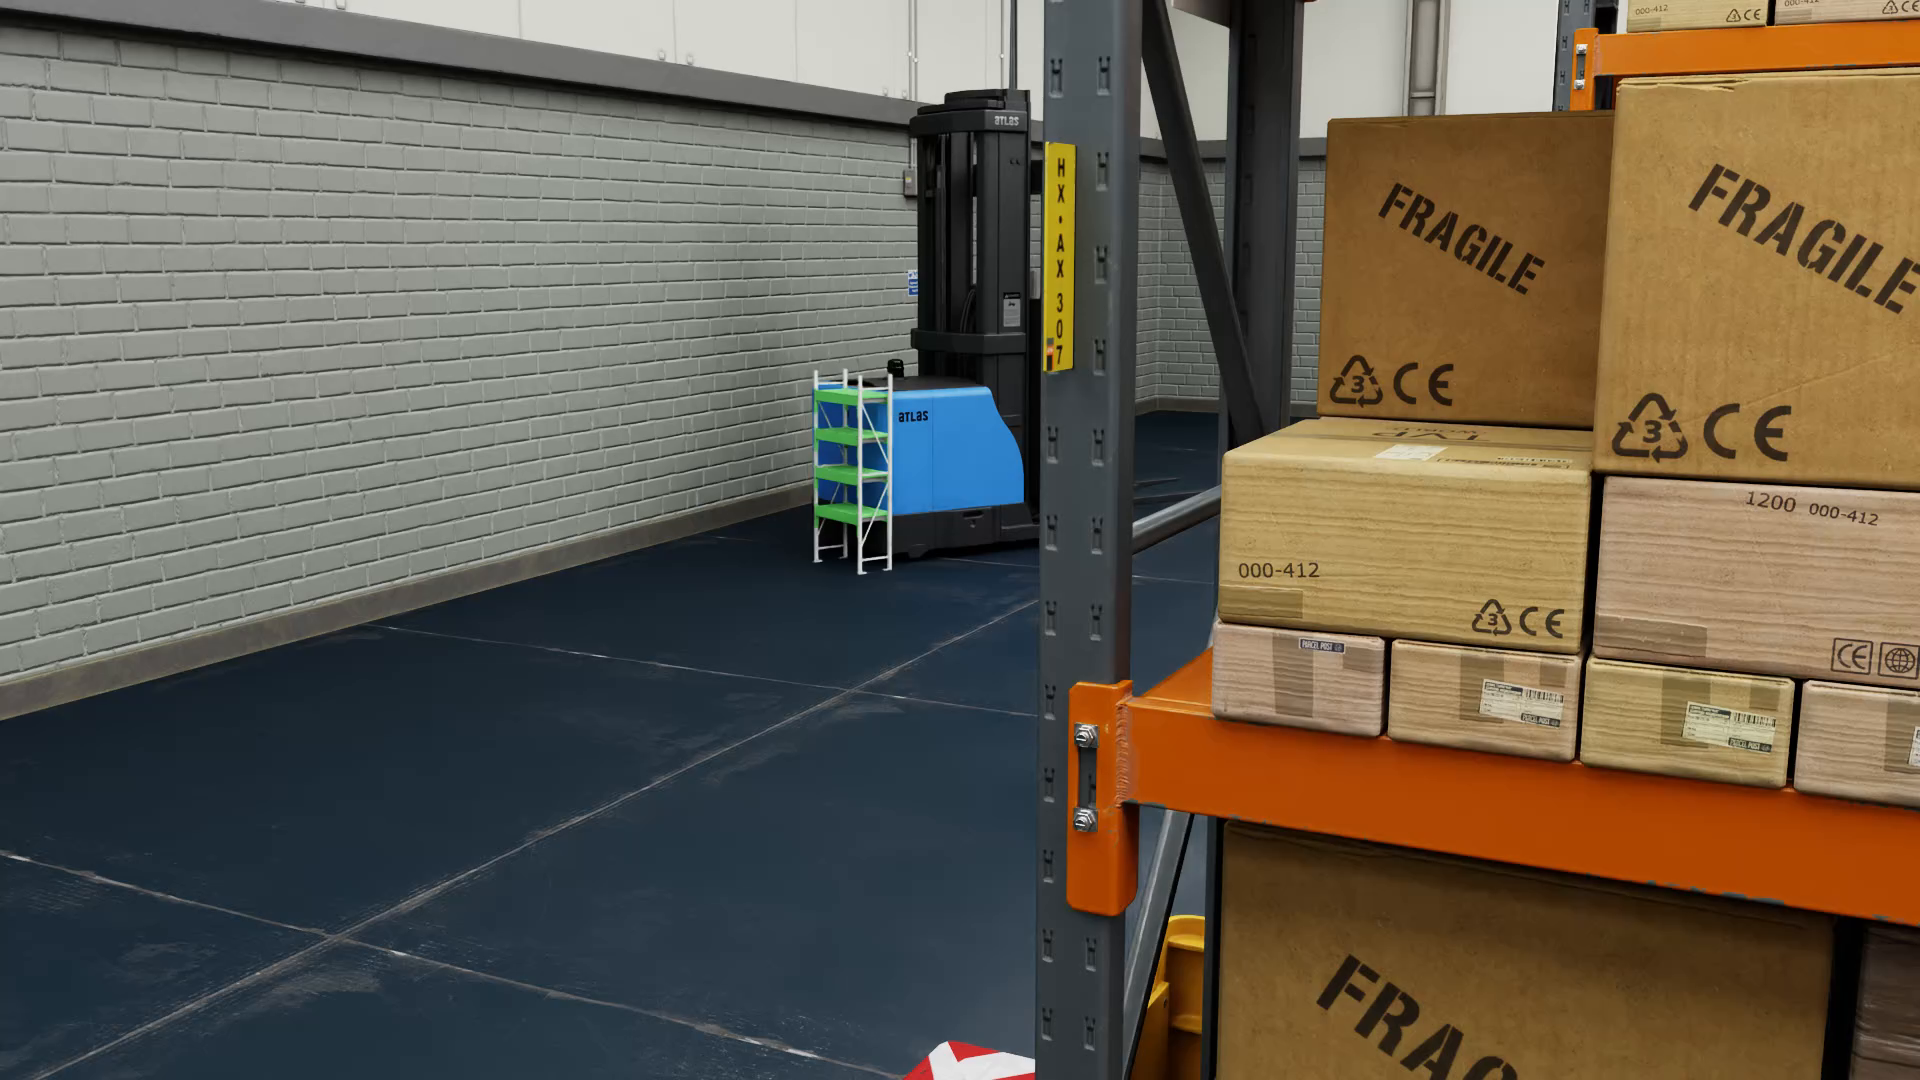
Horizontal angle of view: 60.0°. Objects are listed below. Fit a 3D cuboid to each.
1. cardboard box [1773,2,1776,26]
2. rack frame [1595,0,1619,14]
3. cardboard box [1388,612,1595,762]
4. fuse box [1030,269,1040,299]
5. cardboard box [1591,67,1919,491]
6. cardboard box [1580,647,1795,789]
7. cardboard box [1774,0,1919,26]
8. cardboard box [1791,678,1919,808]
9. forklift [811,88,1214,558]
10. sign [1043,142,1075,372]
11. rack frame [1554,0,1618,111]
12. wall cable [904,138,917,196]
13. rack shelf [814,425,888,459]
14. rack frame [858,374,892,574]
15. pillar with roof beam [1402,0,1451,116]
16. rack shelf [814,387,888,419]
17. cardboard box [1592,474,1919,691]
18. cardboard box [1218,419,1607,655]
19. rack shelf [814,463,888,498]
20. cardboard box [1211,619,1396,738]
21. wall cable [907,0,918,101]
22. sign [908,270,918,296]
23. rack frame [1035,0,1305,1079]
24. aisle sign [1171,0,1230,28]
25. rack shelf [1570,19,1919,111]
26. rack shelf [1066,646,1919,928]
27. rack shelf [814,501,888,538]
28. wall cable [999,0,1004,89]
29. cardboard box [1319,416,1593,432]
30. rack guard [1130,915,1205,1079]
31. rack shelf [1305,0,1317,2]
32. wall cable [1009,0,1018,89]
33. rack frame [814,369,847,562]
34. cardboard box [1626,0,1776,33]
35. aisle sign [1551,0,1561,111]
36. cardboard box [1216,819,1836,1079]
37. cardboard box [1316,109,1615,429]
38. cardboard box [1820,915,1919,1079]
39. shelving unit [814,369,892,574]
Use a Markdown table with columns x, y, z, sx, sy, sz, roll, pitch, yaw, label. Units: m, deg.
| x | y | z | sx | sy | sz | roll | pitch | yaw | label |
| --- | --- | --- | --- | --- | --- | --- | --- | --- | --- |
| 3.206 | -2.226 | 7.107 | 0.500 | 0.250 | 0.500 | 5 | 11 | 25 | cardboard box |
| 2.681 | -3.770 | 6.791 | 0.127 | 3.000 | 1.000 | 5 | 11 | 26 | rack frame |
| 0.799 | 0.191 | 2.459 | 0.250 | 0.149 | 0.380 | 5 | 11 | 25 | cardboard box |
| 0.774 | -1.747 | 16.077 | 0.414 | 1.711 | 0.539 | 5 | 11 | 26 | fuse box |
| 1.155 | -0.355 | 2.248 | 0.500 | 0.500 | 0.500 | 5 | 11 | 24 | cardboard box |
| 1.029 | 0.211 | 2.348 | 0.250 | 0.149 | 0.380 | 5 | 11 | 24 | cardboard box |
| 3.441 | -2.102 | 6.418 | 0.500 | 0.250 | 0.500 | 5 | 12 | 28 | cardboard box |
| 1.263 | 0.231 | 2.235 | 0.250 | 0.149 | 0.380 | 5 | 11 | 25 | cardboard box |
| 0.527 | -1.501 | 11.295 | 3.031 | 2.935 | 1.130 | -6 | 12 | -32 | forklift |
| 0.145 | -0.410 | 2.422 | 0.005 | 0.325 | 0.100 | 5 | 11 | 26 | sign |
| 2.681 | -0.818 | 7.326 | 0.127 | 3.000 | 1.000 | 5 | 11 | 26 | rack frame |
| -0.286 | -2.572 | 14.079 | 0.123 | 1.953 | 0.585 | 5 | 11 | 26 | wall cable |
| -0.659 | -0.604 | 10.201 | 0.258 | 0.148 | 0.480 | -7 | 12 | -37 | rack shelf |
| -0.513 | -0.396 | 10.041 | 0.240 | 1.200 | 0.015 | -7 | 12 | -37 | rack frame |
| 3.050 | -5.030 | 13.756 | 0.400 | 9.000 | 9.100 | 5 | 11 | 26 | pillar with roof beam |
| -0.657 | -0.841 | 10.161 | 0.258 | 0.148 | 0.480 | -7 | 12 | -37 | rack shelf |
| 1.176 | 0.015 | 2.312 | 0.500 | 0.250 | 0.500 | 5 | 11 | 25 | cardboard box |
| 0.707 | -0.025 | 2.532 | 0.500 | 0.250 | 0.500 | 5 | 11 | 24 | cardboard box |
| -0.662 | -0.368 | 10.242 | 0.258 | 0.148 | 0.480 | -7 | 12 | -37 | rack shelf |
| 0.568 | 0.171 | 2.569 | 0.250 | 0.149 | 0.380 | 5 | 11 | 26 | cardboard box |
| -0.445 | -4.972 | 13.432 | 0.029 | 3.000 | 0.463 | 5 | 11 | 26 | wall cable |
| -0.363 | -2.187 | 14.132 | 0.001 | 0.218 | 0.327 | 5 | 11 | 26 | sign |
| 0.397 | -0.034 | 2.996 | 0.053 | 2.616 | 0.949 | 5 | 11 | 26 | rack frame |
| 0.464 | -1.366 | 3.057 | 0.004 | 0.787 | 0.394 | 5 | 11 | 26 | aisle sign |
| 4.475 | -1.782 | 6.252 | 4.000 | 0.370 | 1.077 | 5 | 11 | 26 | rack shelf |
| 2.189 | 0.478 | 2.186 | 4.000 | 0.370 | 1.077 | 5 | 11 | 26 | rack shelf |
| -0.665 | -0.131 | 10.283 | 0.258 | 0.148 | 0.480 | -7 | 12 | -37 | rack shelf |
| -0.110 | -5.091 | 14.094 | 0.029 | 3.000 | 2.355 | 5 | 11 | 26 | wall cable |
| 0.948 | -0.110 | 3.003 | 0.500 | 0.250 | 0.500 | 5 | 11 | 25 | cardboard box |
| 0.374 | 1.195 | 3.226 | 0.348 | 0.500 | 1.175 | 5 | 11 | 26 | rack guard |
| 2.189 | -0.998 | 1.919 | 4.000 | 0.370 | 1.077 | 5 | 11 | 26 | rack shelf |
| 1.157 | -5.552 | 16.533 | 0.133 | 3.039 | 2.988 | 5 | 11 | 26 | wall cable |
| -0.810 | -0.465 | 10.422 | 0.240 | 1.200 | 0.015 | -7 | 12 | -37 | rack frame |
| 2.971 | -2.144 | 6.651 | 0.500 | 0.250 | 0.500 | 5 | 12 | 28 | cardboard box |
| 2.483 | -2.055 | 6.861 | 0.004 | 0.787 | 0.394 | 5 | 11 | 26 | aisle sign |
| 1.005 | 0.843 | 2.937 | 0.875 | 0.875 | 0.875 | 5 | 11 | 26 | cardboard box |
| 0.949 | -0.479 | 2.933 | 0.500 | 0.500 | 0.500 | 5 | 11 | 27 | cardboard box |
| 1.821 | 0.915 | 2.540 | 0.875 | 0.875 | 0.875 | 5 | 11 | 26 | cardboard box |
| -0.661 | -0.431 | 10.231 | 0.258 | 1.200 | 0.503 | -7 | 12 | -37 | shelving unit |
